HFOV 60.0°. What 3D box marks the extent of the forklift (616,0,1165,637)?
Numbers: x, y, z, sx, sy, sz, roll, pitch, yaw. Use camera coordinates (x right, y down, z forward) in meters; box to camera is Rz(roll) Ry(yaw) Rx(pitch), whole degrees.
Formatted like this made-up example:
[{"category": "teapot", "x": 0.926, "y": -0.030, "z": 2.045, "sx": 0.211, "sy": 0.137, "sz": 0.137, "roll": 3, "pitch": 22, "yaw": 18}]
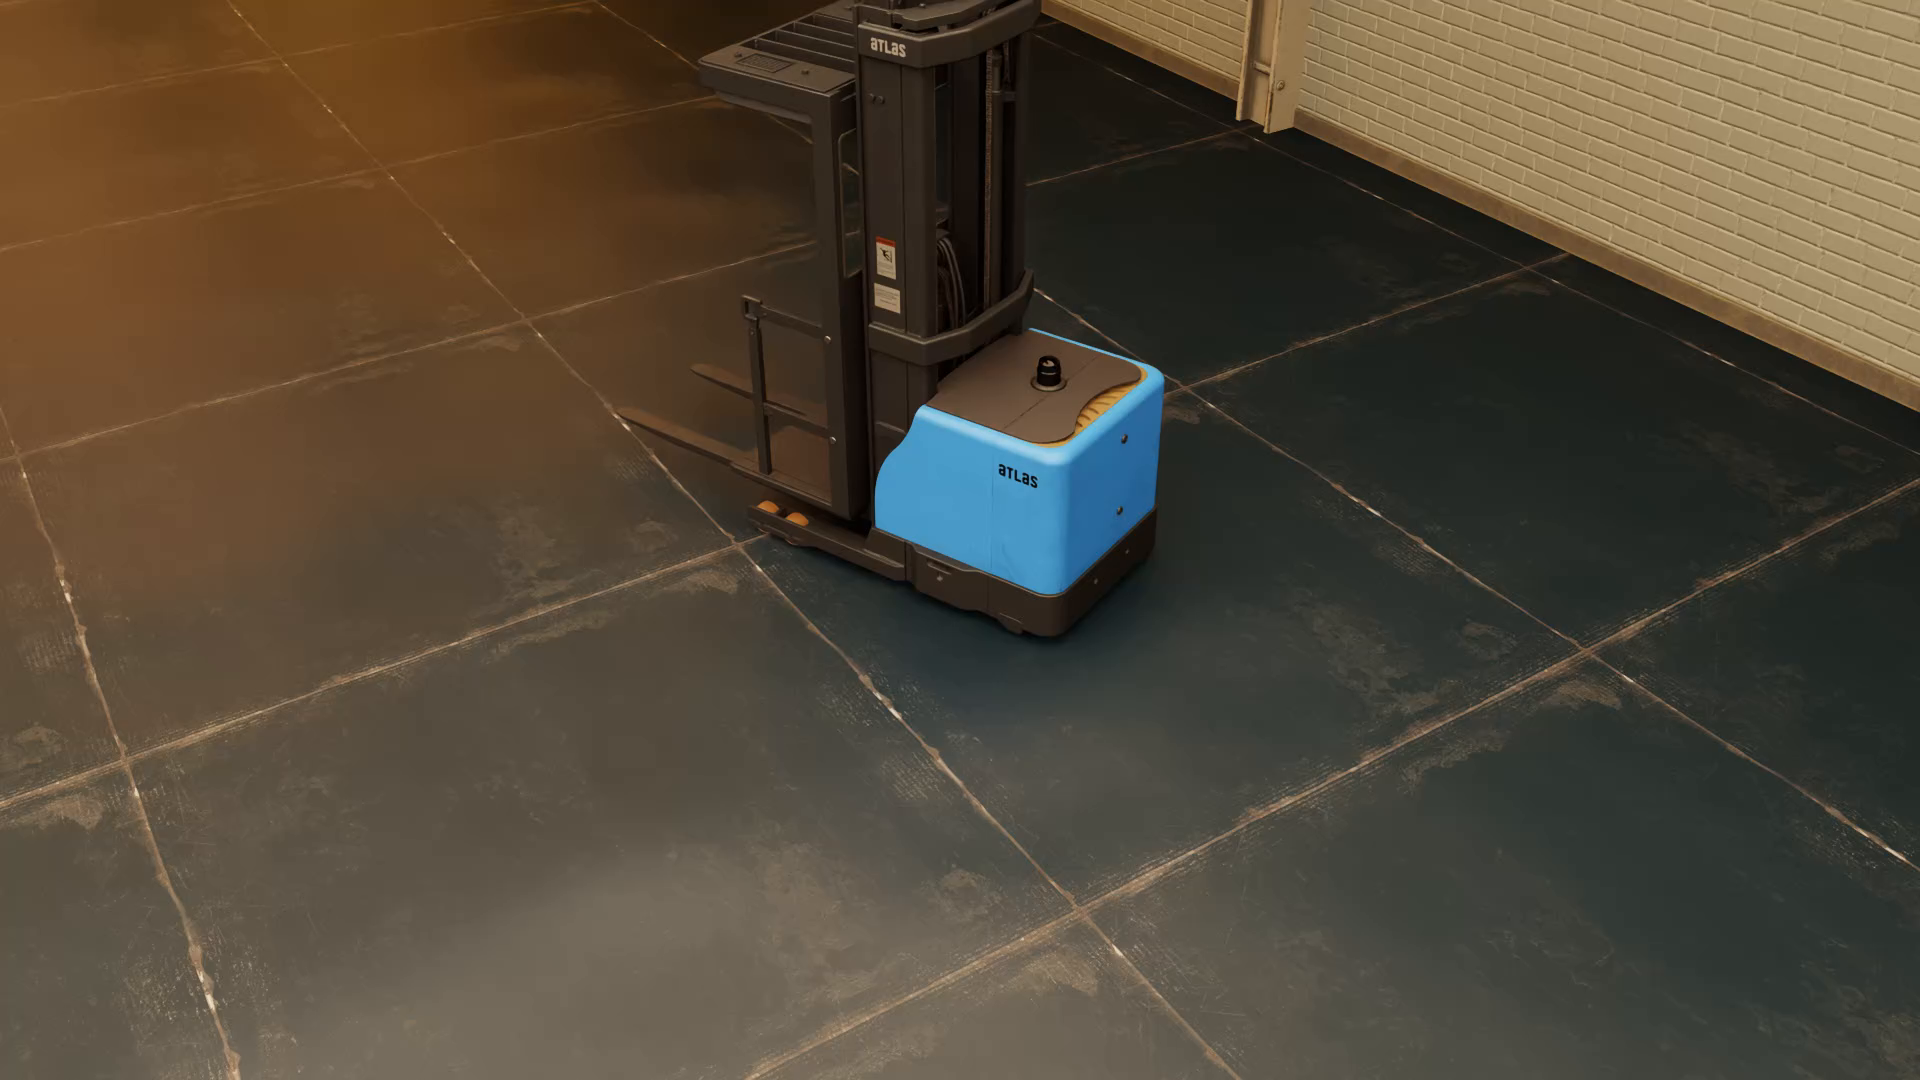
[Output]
[{"category": "forklift", "x": -0.500, "y": -1.399, "z": 8.138, "sx": 3.031, "sy": 2.935, "sz": 1.130, "roll": 22, "pitch": 41, "yaw": 28}]
